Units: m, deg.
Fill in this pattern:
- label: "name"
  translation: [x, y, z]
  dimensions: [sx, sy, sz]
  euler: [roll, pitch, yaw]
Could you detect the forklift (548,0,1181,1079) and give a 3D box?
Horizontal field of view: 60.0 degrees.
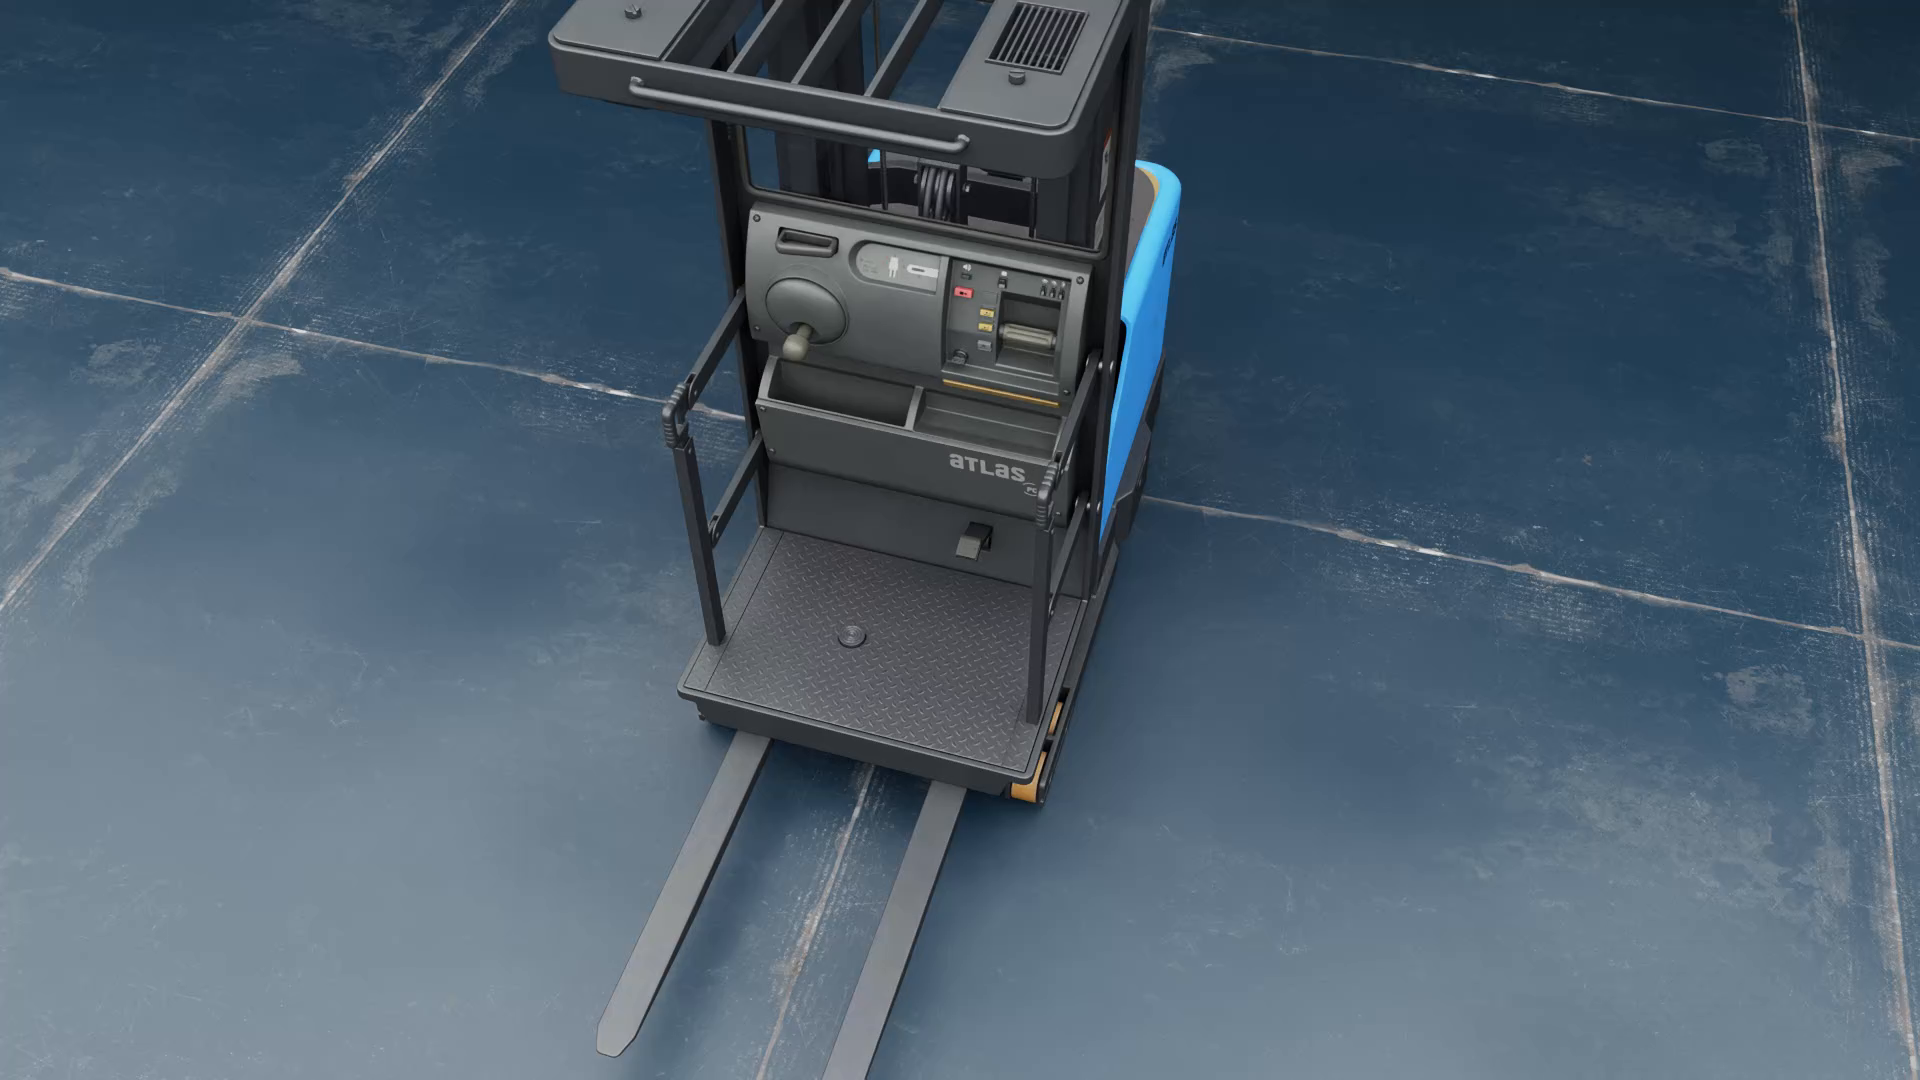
- label: "forklift"
  translation: [-0.183, -0.517, 4.252]
  dimensions: [1.130, 2.935, 3.031]
  euler: [13, 50, 11]
